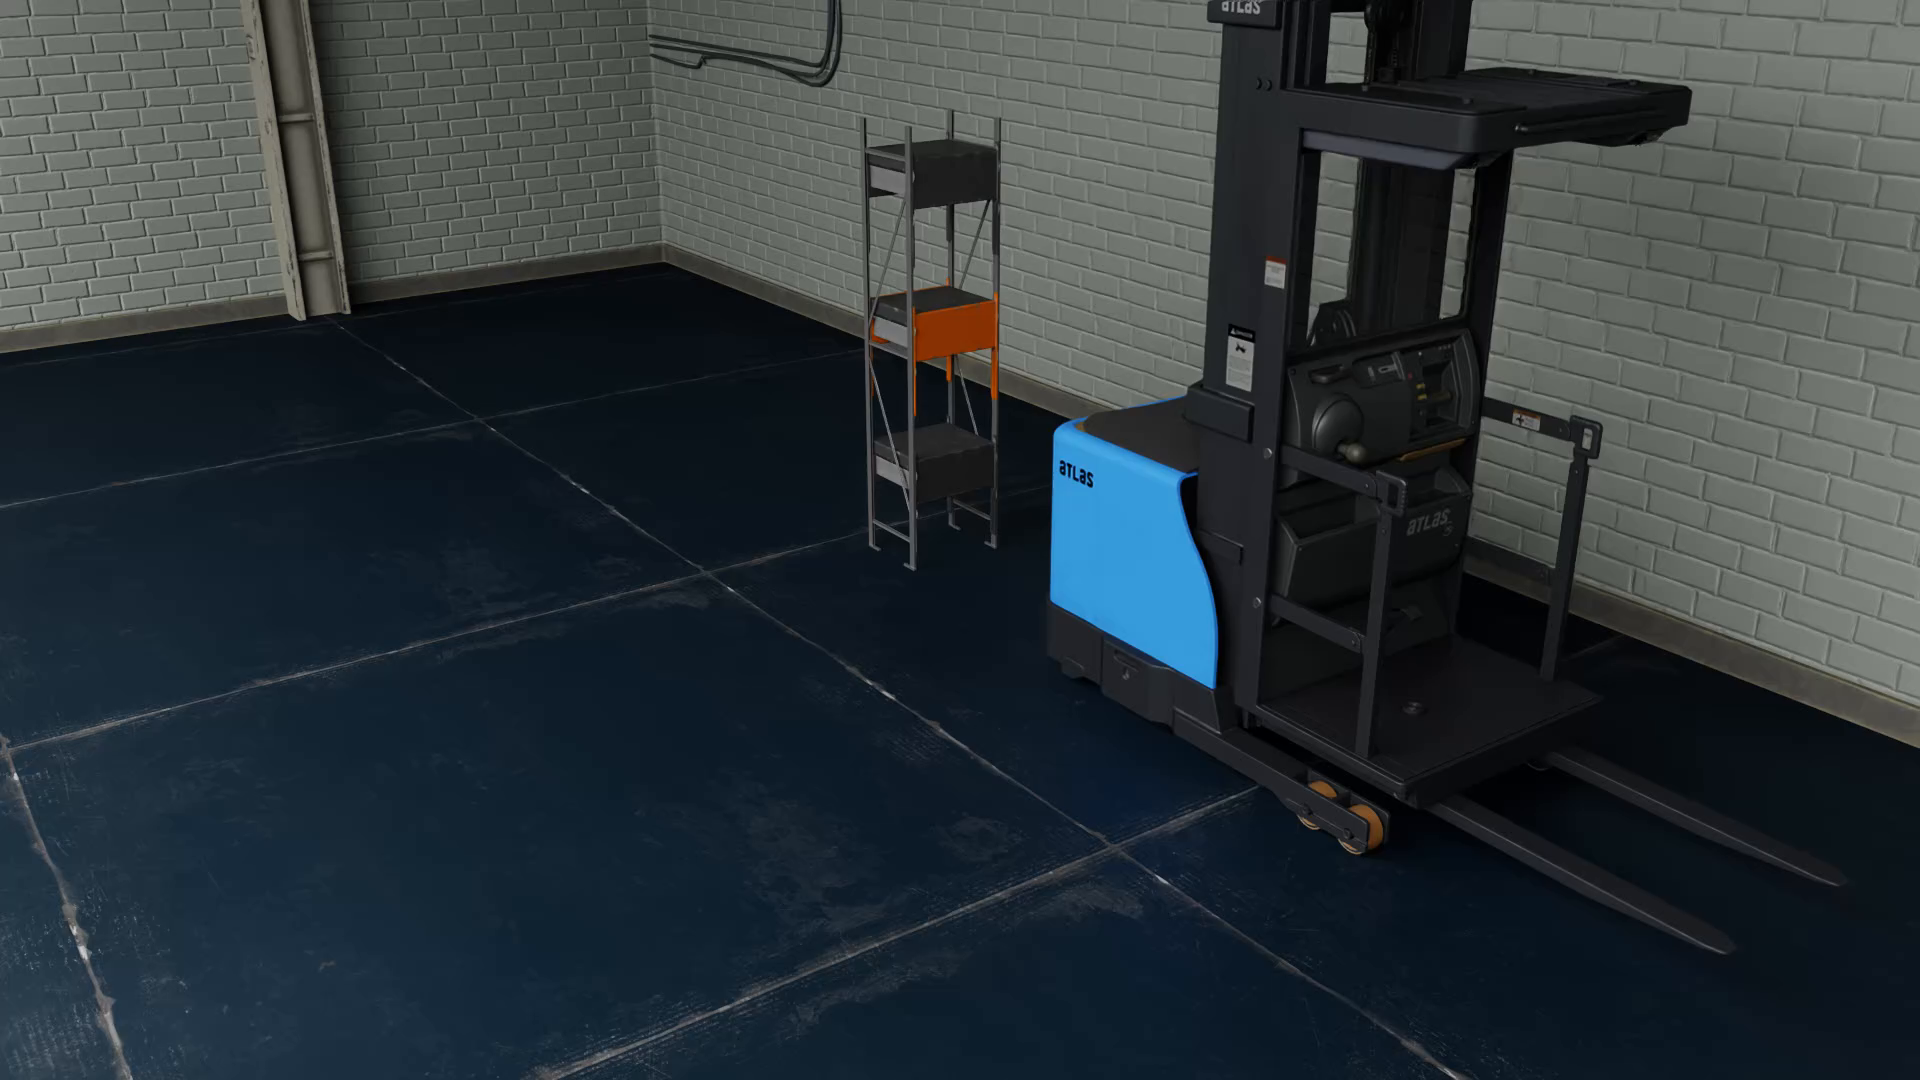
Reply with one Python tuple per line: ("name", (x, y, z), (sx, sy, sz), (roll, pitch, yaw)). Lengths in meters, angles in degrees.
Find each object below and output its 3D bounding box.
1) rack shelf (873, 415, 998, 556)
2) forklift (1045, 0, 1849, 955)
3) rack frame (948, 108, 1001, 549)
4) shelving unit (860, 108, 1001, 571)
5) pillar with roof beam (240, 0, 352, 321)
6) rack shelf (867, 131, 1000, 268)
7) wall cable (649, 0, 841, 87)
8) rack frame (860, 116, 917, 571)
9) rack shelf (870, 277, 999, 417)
("rack shelf", (-0.134, -0.277, 8.182), (0.480, 0.518, 0.431), (-15, 26, -33))
("forklift", (1.616, -0.489, 5.666), (1.130, 2.935, 3.031), (-15, 26, -32))
("rack frame", (0.064, -0.992, 8.050), (0.015, 2.100, 0.400), (-15, 26, -33))
("shelving unit", (-0.134, -0.939, 7.917), (0.503, 2.100, 0.431), (-15, 26, -33))
("pillar with roof beam", (-2.399, -4.627, 7.850), (0.400, 9.000, 9.100), (-15, 26, -33))
("rack shelf", (-0.134, -1.577, 7.663), (0.480, 0.518, 0.431), (-15, 26, -33))
("wall cable", (-1.750, -4.720, 12.272), (0.112, 2.526, 3.097), (-15, 26, -33))
("rack frame", (-0.332, -0.887, 7.785), (0.015, 2.100, 0.400), (-15, 26, -33))
("rack shelf", (-0.134, -0.927, 7.922), (0.480, 0.518, 0.431), (-15, 26, -33))
